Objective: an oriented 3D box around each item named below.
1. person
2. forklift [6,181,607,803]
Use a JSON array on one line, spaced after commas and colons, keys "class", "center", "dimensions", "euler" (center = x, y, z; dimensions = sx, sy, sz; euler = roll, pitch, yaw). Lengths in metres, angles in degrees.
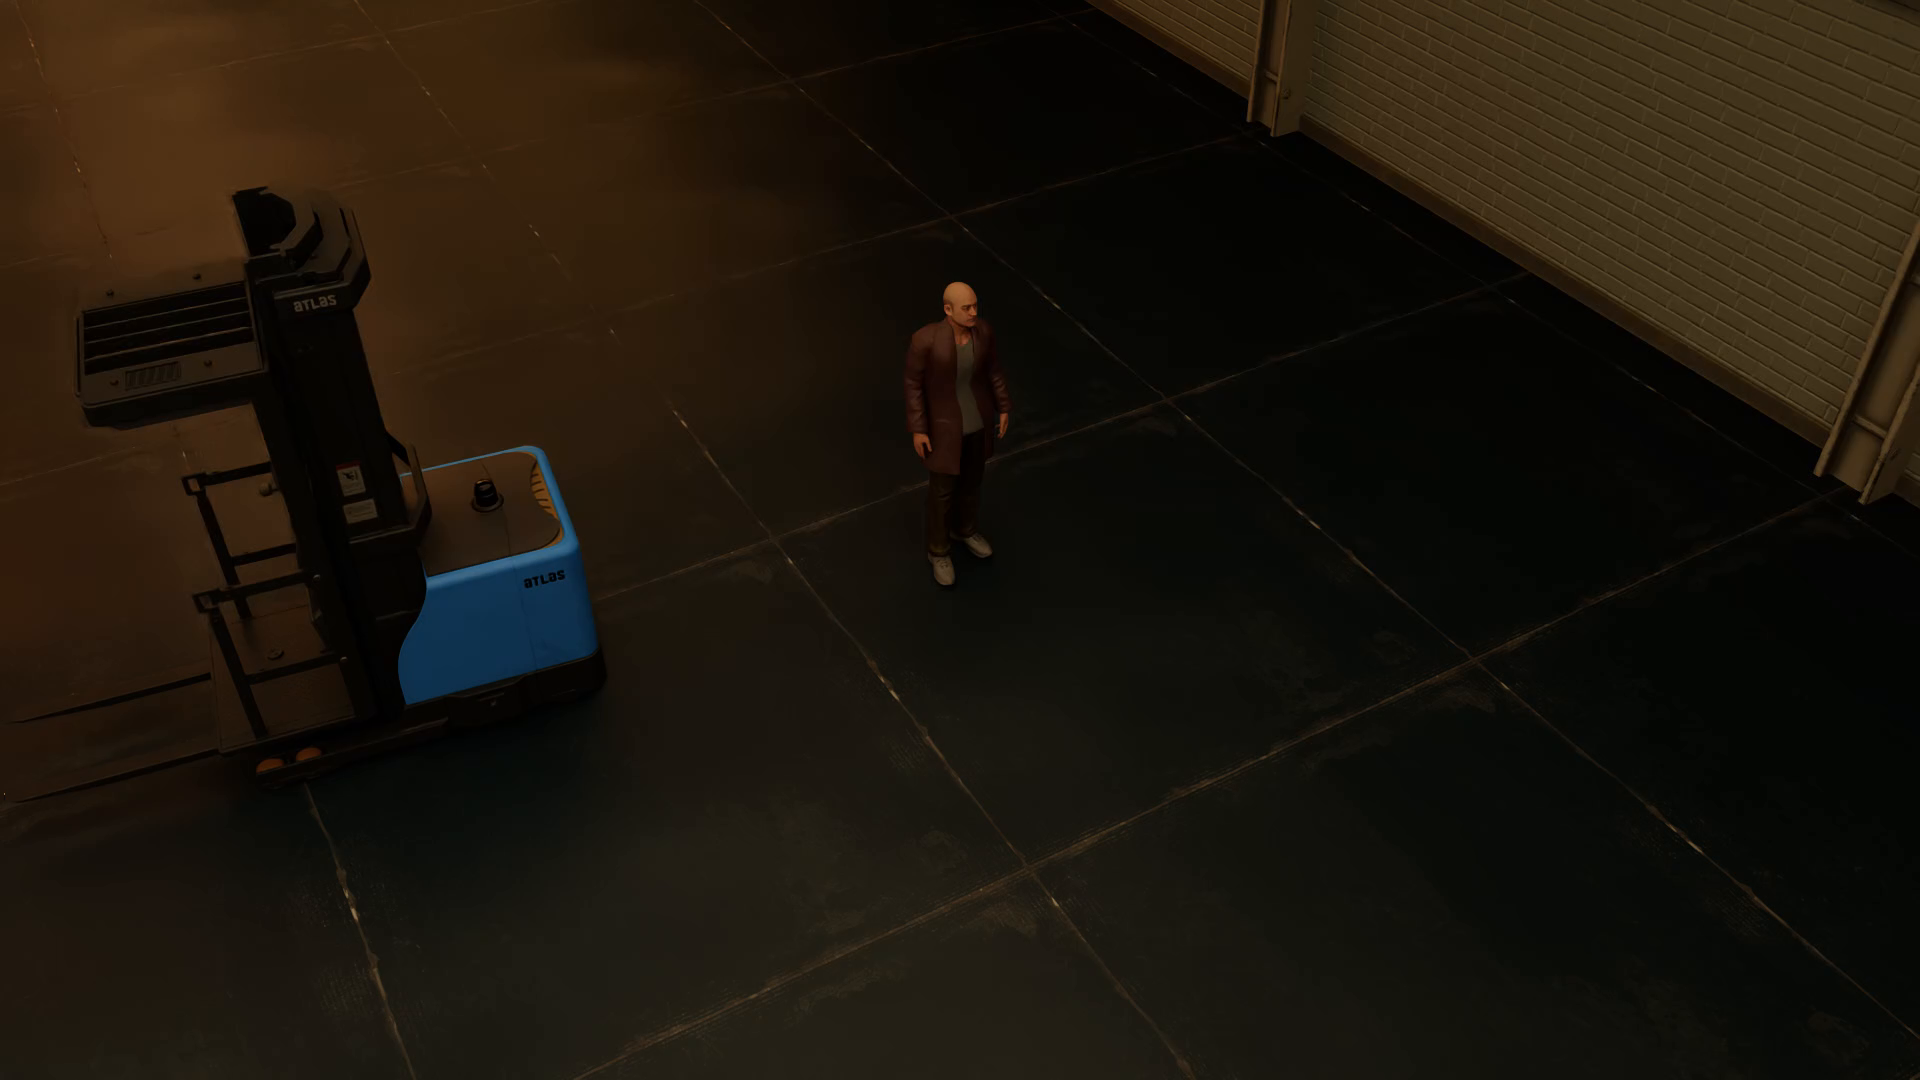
[{"class": "person", "center": [0.041, -0.638, 9.698], "dimensions": [0.696, 1.775, 0.582], "euler": [-20, 44, -23]}, {"class": "forklift", "center": [-3.542, -0.203, 8.280], "dimensions": [3.031, 2.935, 1.130], "euler": [-15, 42, -17]}]
